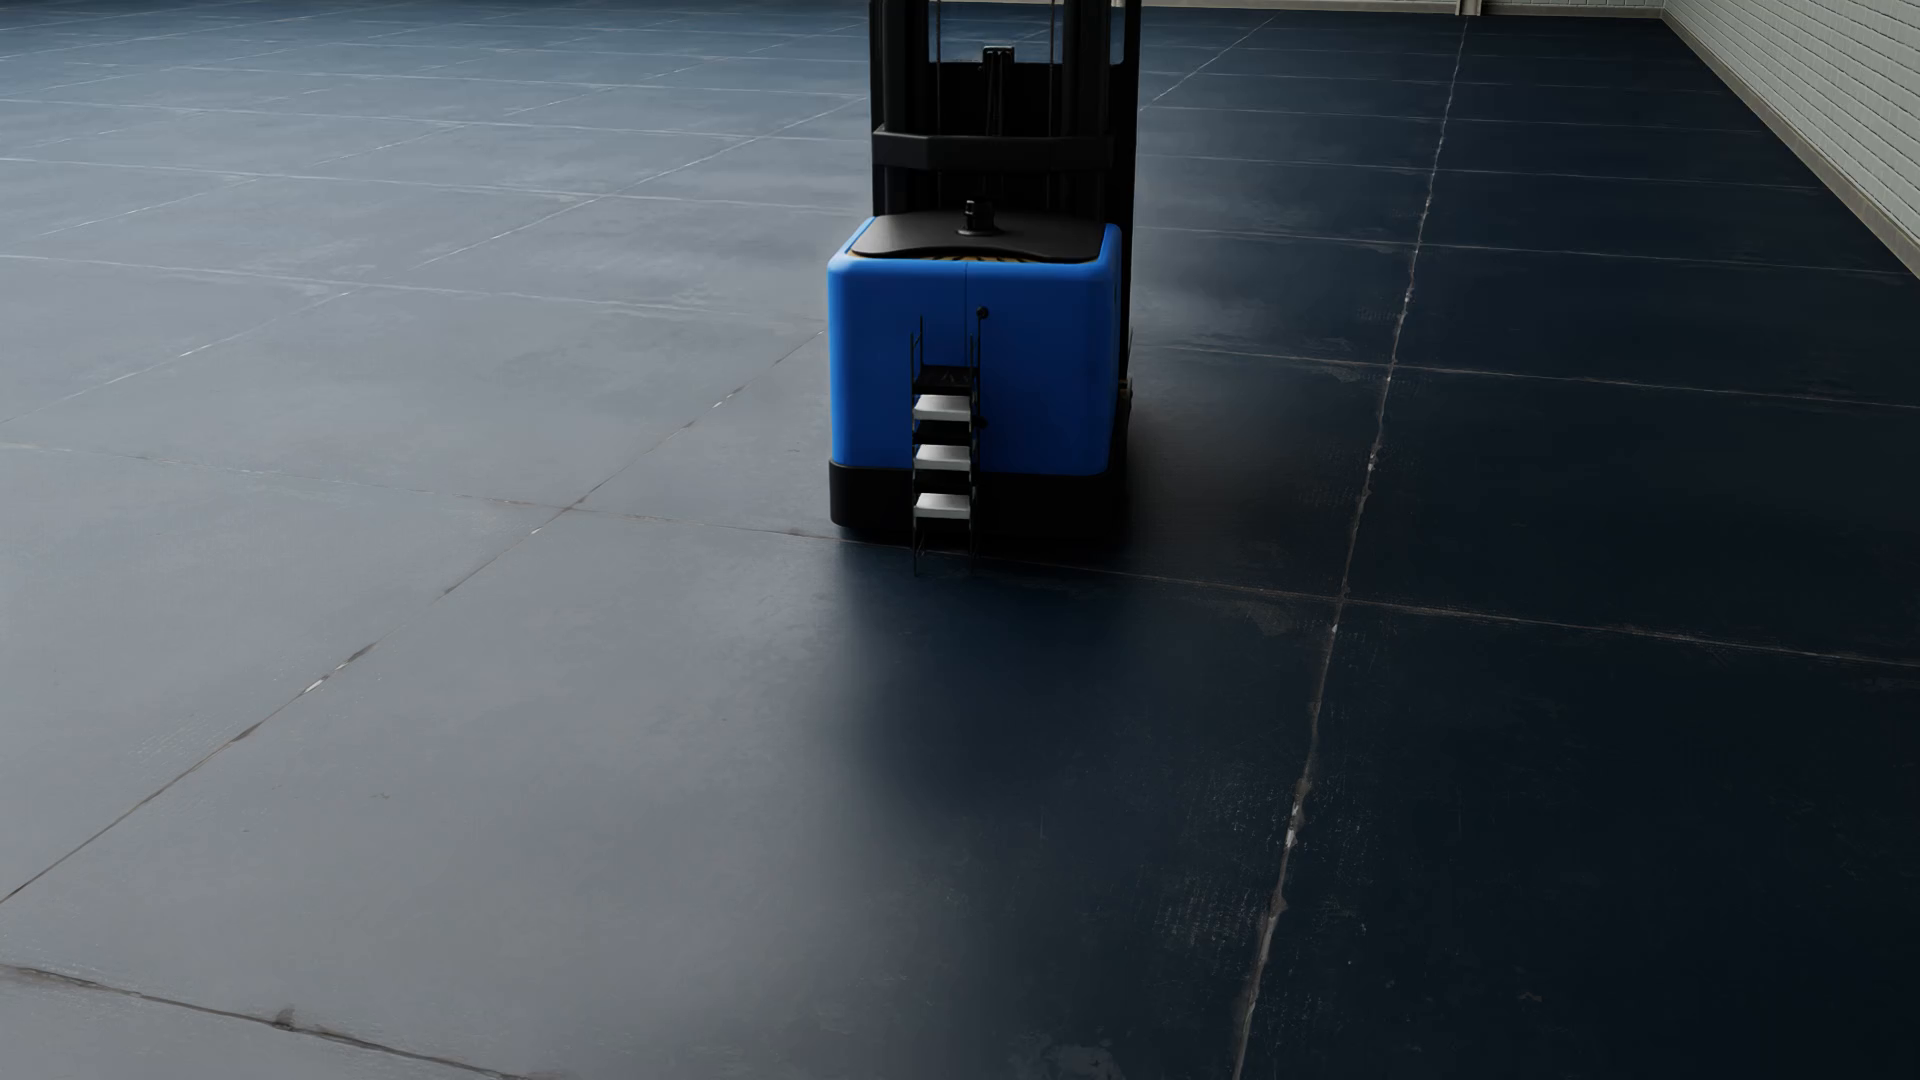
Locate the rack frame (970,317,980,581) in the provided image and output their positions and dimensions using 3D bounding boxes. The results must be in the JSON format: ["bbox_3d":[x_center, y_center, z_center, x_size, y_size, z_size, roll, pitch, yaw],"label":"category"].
[{"bbox_3d":[0.053,-0.315,5.852,0.006,0.900,0.240,3,23,7],"label":"rack frame"}]

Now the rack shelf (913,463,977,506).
[{"bbox_3d":[-0.048,-0.206,5.911,0.200,0.077,0.258,3,23,7],"label":"rack shelf"}]

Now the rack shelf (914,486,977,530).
[{"bbox_3d":[-0.048,-0.123,5.946,0.200,0.077,0.258,3,23,7],"label":"rack shelf"}]

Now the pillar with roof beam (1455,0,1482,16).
[{"bbox_3d":[7.102,-11.229,21.788,0.400,9.000,9.100,7,23,16],"label":"pillar with roof beam"}]

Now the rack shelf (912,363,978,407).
[{"bbox_3d":[-0.048,-0.539,5.774,0.200,0.077,0.258,3,23,7],"label":"rack shelf"}]

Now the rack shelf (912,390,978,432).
[{"bbox_3d":[-0.048,-0.456,5.808,0.200,0.077,0.258,3,23,7],"label":"rack shelf"}]

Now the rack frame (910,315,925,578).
[{"bbox_3d":[-0.149,-0.325,5.876,0.006,0.900,0.240,3,23,7],"label":"rack frame"}]

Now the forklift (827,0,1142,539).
[{"bbox_3d":[0.210,-1.884,7.000,1.130,2.935,3.031,3,22,7],"label":"forklift"}]

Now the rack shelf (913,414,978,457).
[{"bbox_3d":[-0.048,-0.373,5.842,0.200,0.077,0.258,3,23,7],"label":"rack shelf"}]

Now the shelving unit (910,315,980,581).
[{"bbox_3d":[-0.048,-0.320,5.864,0.210,0.900,0.258,3,23,7],"label":"shelving unit"}]

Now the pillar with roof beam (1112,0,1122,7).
[{"bbox_3d":[1.358,-11.887,23.392,0.400,9.000,9.100,7,23,16],"label":"pillar with roof beam"}]

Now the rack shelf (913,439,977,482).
[{"bbox_3d":[-0.048,-0.289,5.877,0.200,0.077,0.258,3,23,7],"label":"rack shelf"}]
